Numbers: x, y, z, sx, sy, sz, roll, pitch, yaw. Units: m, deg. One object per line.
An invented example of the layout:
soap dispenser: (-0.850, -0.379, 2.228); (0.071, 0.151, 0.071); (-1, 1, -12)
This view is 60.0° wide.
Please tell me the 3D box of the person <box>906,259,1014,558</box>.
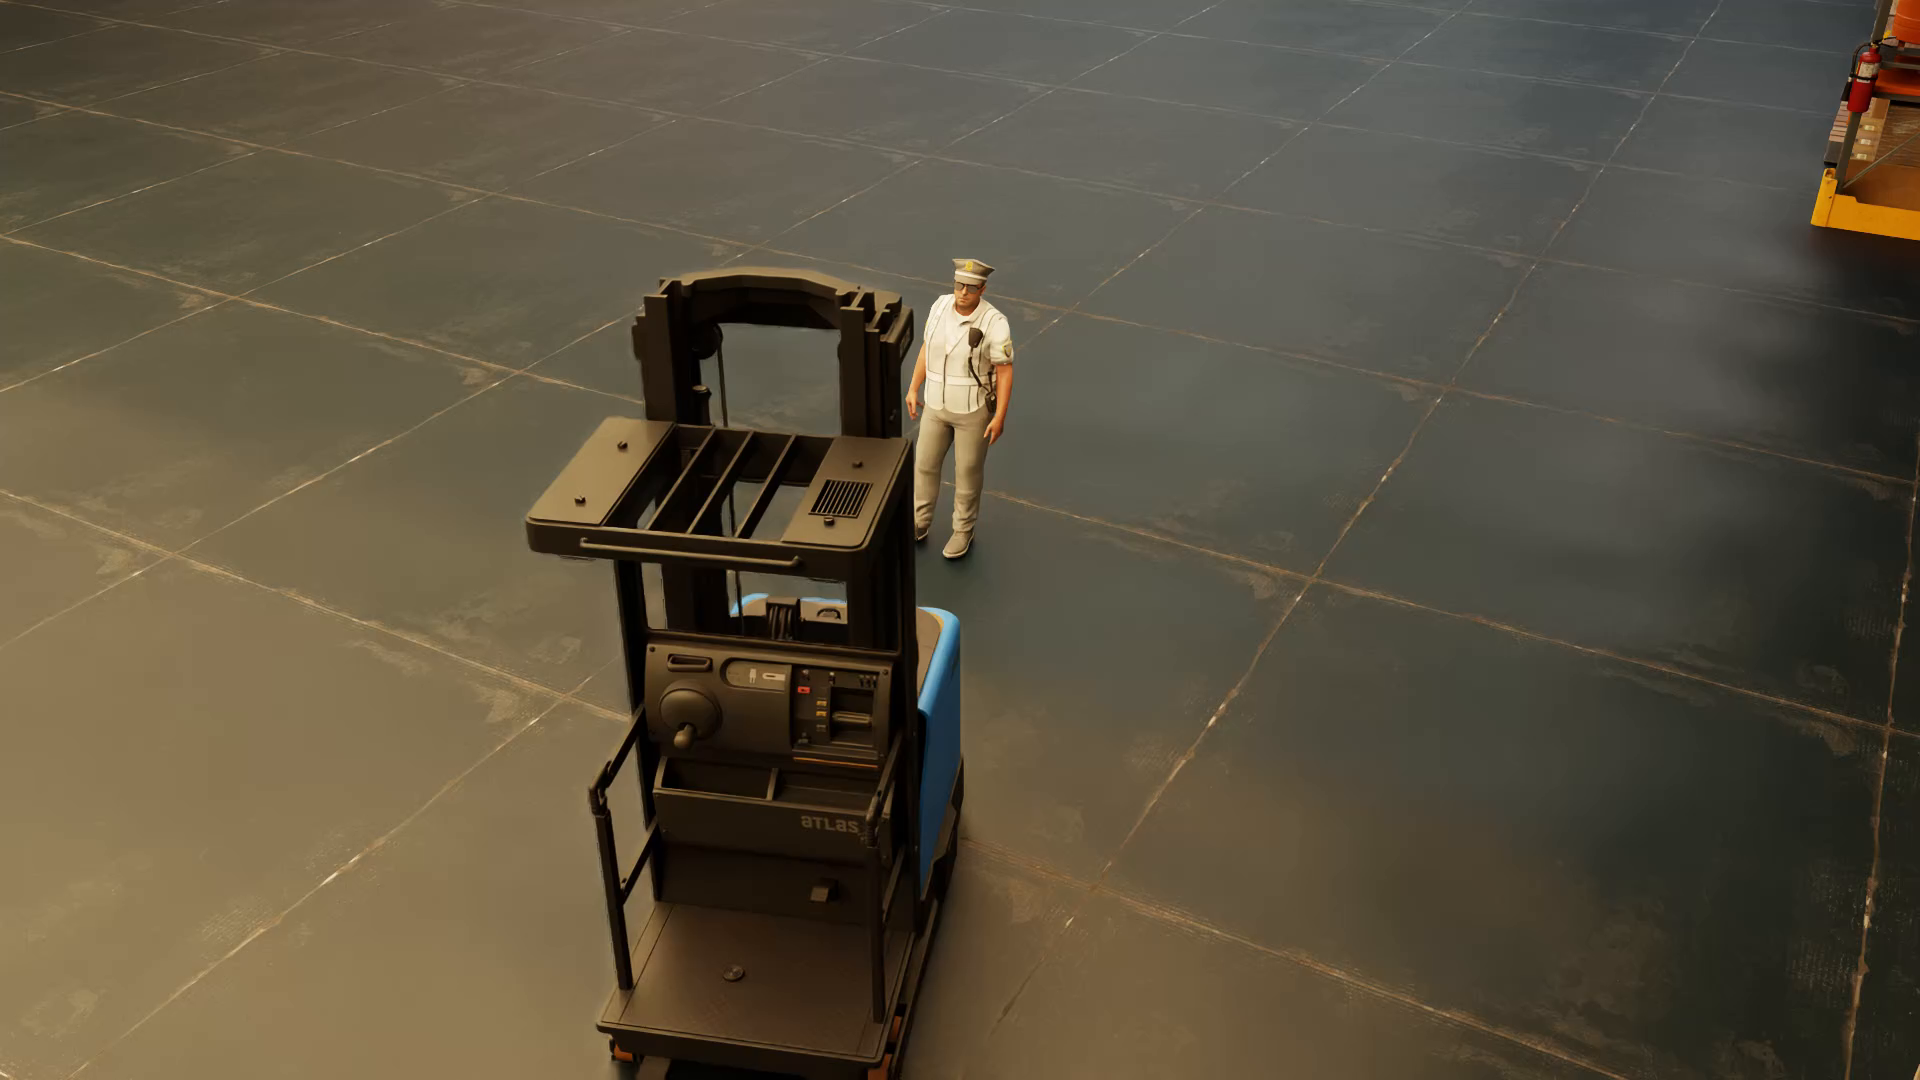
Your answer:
person: (-0.048, -0.747, 9.499); (0.641, 1.780, 0.574); (15, 33, 25)

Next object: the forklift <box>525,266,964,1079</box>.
forklift: (-0.743, 0.651, 5.943); (1.130, 2.935, 3.031); (5, 30, 8)
